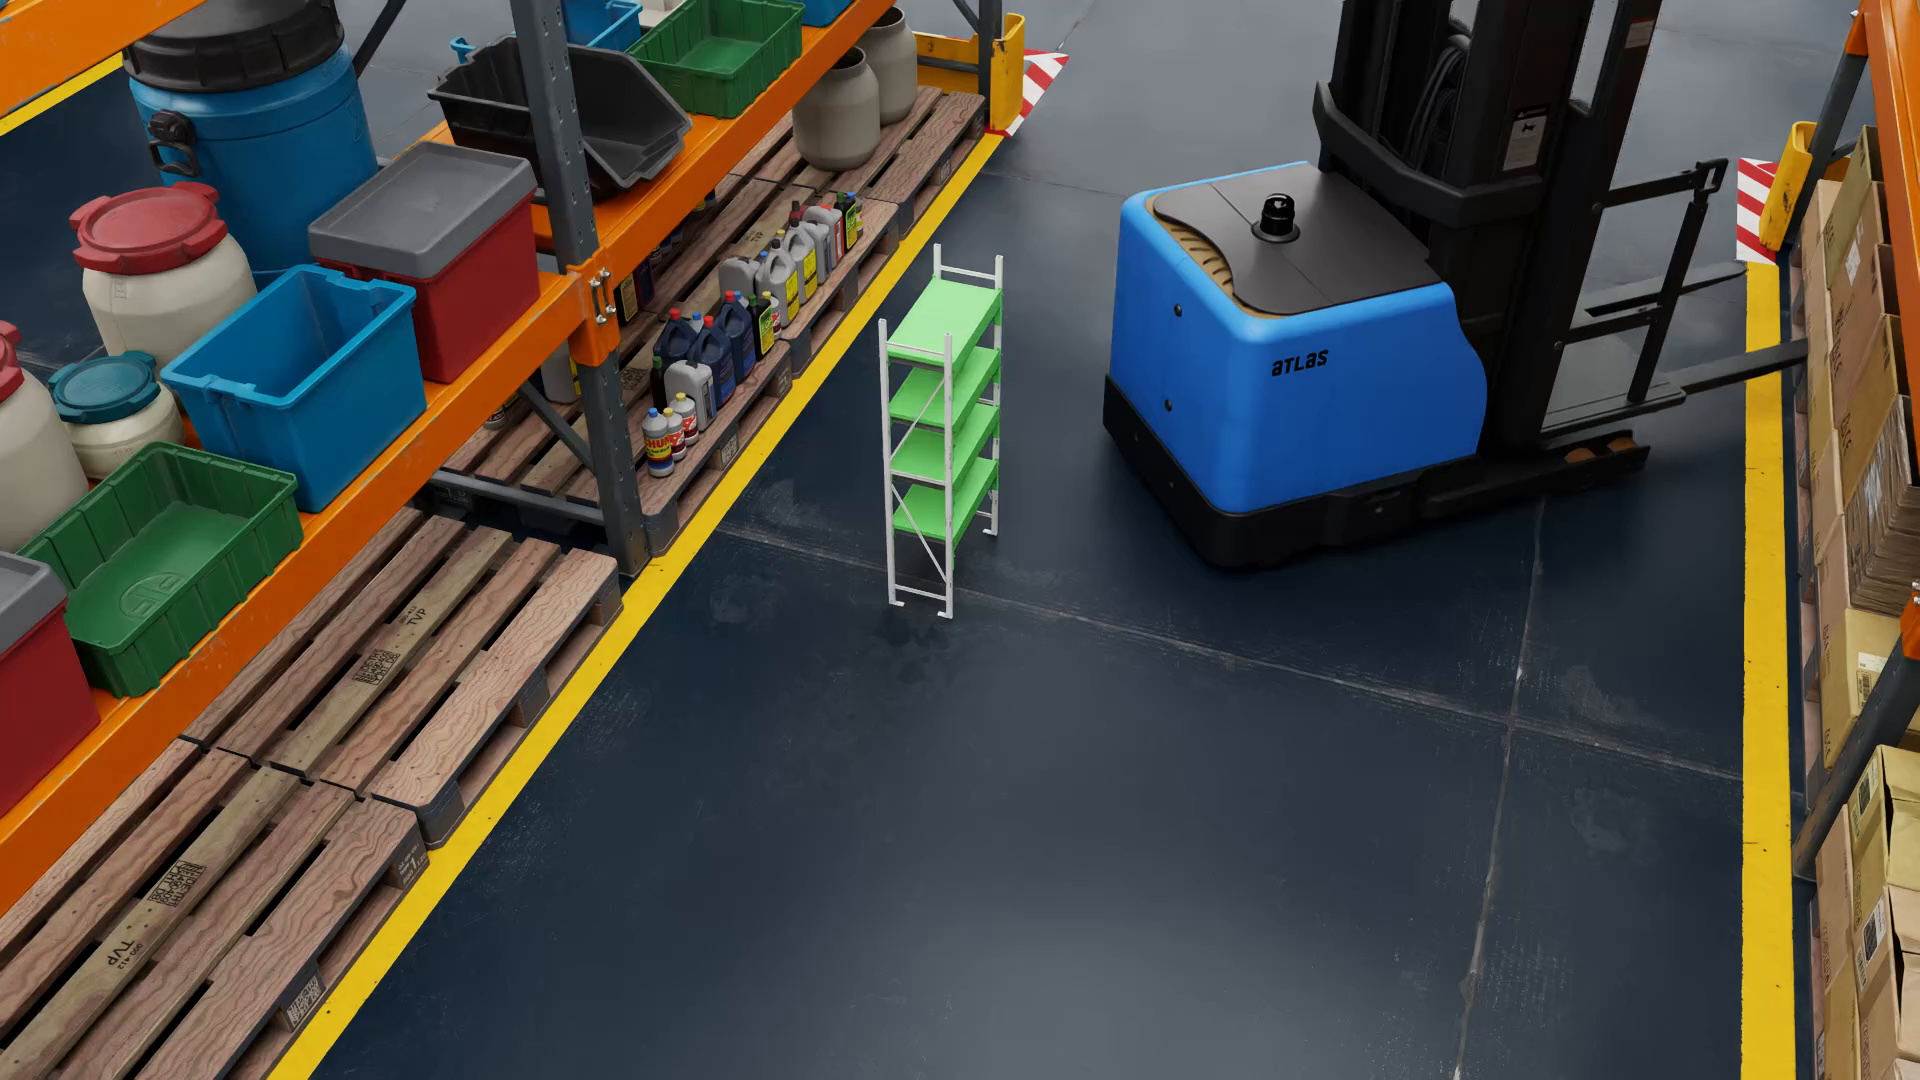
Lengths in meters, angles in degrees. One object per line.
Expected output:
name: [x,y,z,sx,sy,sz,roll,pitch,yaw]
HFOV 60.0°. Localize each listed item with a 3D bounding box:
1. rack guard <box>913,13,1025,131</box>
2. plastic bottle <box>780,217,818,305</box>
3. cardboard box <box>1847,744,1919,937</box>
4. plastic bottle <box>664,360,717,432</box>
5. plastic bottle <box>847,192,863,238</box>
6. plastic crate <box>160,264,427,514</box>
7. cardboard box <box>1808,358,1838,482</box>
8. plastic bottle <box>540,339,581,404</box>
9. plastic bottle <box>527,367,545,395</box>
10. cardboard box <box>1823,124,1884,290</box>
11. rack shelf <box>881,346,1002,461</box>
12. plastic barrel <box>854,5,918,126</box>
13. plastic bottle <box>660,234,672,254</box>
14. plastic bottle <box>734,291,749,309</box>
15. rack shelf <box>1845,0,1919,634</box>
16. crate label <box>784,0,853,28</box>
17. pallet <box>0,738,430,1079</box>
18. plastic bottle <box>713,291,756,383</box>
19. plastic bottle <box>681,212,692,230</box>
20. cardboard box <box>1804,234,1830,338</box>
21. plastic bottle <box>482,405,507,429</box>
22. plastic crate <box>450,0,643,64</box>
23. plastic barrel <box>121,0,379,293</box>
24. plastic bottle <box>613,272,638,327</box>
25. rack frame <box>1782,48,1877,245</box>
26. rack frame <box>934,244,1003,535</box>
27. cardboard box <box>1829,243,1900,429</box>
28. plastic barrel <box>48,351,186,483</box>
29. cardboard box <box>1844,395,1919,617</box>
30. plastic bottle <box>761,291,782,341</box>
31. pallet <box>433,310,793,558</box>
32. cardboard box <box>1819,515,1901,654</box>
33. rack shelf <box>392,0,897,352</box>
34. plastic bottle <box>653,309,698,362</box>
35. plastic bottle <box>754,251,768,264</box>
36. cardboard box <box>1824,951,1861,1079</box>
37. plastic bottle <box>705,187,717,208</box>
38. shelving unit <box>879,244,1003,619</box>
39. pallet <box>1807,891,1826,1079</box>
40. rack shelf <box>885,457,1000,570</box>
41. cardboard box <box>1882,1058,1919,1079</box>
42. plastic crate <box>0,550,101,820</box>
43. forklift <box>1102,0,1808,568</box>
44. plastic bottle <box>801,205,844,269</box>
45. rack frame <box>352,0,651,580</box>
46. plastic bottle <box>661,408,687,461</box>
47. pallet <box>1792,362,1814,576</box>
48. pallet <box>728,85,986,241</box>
rack guard: [-0.252,-2.574,8.882,1.175,0.500,0.348,13,42,15]
plastic bottle: [-0.699,-1.190,7.036,0.144,0.351,0.185,15,43,17]
cardboard box: [2.640,0.829,4.330,0.500,0.311,0.500,13,42,15]
plastic bottle: [-1.033,-0.574,6.371,0.152,0.276,0.135,15,43,17]
plastic bottle: [-0.487,-1.467,7.476,0.097,0.201,0.097,0,40,0]
plastic crate: [-1.723,-0.395,4.414,0.392,0.384,0.575,13,42,15]
cardboard box: [3.476,-0.402,6.205,0.500,0.250,0.500,13,42,15]
plastic bottle: [-1.553,-0.727,6.493,0.144,0.351,0.185,13,42,15]
plastic bottle: [-1.689,-0.759,6.530,0.144,0.351,0.185,12,42,14]
cardboard box: [3.821,-1.296,6.676,0.500,0.500,0.500,13,42,15]
rack shelf: [-0.057,-0.489,5.628,0.258,0.148,0.480,13,42,15]
plastic barrel: [-0.424,-2.377,8.318,0.421,0.512,0.421,0,40,0]
plastic bottle: [-1.335,-1.405,7.349,0.097,0.271,0.097,0,40,0]
plastic bottle: [-0.893,-0.885,6.740,0.097,0.271,0.097,0,40,0]
rack shelf: [3.699,-0.987,5.650,1.077,0.370,4.000,13,42,15]
crate label: [-0.646,-2.413,6.740,0.502,0.435,0.616,13,42,15]
pallet: [-2.286,1.153,4.736,1.003,0.211,1.213,13,42,15]
plastic bottle: [-0.908,-0.817,6.599,0.144,0.351,0.185,12,42,13]
plastic bottle: [-1.278,-1.545,7.504,0.061,0.283,0.133,14,42,16]
cardboard box: [3.823,-1.011,6.919,0.500,0.250,0.500,13,42,15]
plastic bottle: [-1.807,-0.536,6.384,0.097,0.201,0.097,0,40,0]
plastic crate: [-1.515,-1.821,6.188,0.499,0.251,0.616,13,42,15]
plastic barrel: [-2.055,-1.165,4.918,0.600,0.901,0.708,13,42,15]
plastic bottle: [-1.408,-1.040,6.912,0.061,0.283,0.133,13,42,15]
rack frame: [4.383,-2.480,6.846,1.000,3.000,0.127,13,42,15]
rack frame: [0.027,-0.504,5.917,0.240,1.200,0.015,13,42,15]
cardboard box: [3.475,-0.687,5.962,0.500,0.500,0.500,13,42,15]
plastic barrel: [-2.235,-0.317,4.417,0.301,0.262,0.301,0,40,0]
cardboard box: [3.150,-0.074,5.242,0.500,0.500,0.500,13,42,15]
plastic bottle: [-0.789,-0.928,6.844,0.097,0.201,0.097,0,40,0]
pallet: [-1.369,-0.482,6.652,1.003,0.211,1.213,13,42,15]
cardboard box: [3.149,0.211,5.486,0.500,0.250,0.500,13,42,15]
rack shelf: [-0.954,-2.089,6.941,1.077,0.370,4.000,13,42,15]
plastic bottle: [-1.108,-0.734,6.502,0.144,0.351,0.185,13,42,15]
plastic bottle: [-0.827,-1.133,7.084,0.097,0.201,0.097,0,40,0]
cardboard box: [2.468,1.348,4.154,0.500,0.250,0.500,14,43,16]
plastic bottle: [-1.183,-1.675,7.665,0.097,0.271,0.097,0,40,0]
shelving unit: [-0.057,-0.355,5.742,0.258,1.200,0.503,13,42,15]
pallet: [2.800,1.478,4.355,1.003,0.211,1.213,13,42,15]
rack shelf: [-0.057,-0.124,5.939,0.258,0.148,0.480,13,42,15]
cardboard box: [2.288,1.449,3.603,0.500,0.311,0.500,12,42,14]
plastic crate: [-2.166,0.355,3.473,0.402,0.464,0.583,13,42,15]
forklift: [2.145,-1.613,5.882,3.031,2.935,1.130,-14,42,-16]
plastic bottle: [-0.598,-1.348,7.279,0.152,0.276,0.135,14,42,15]
rack frame: [-1.638,-1.142,5.278,1.000,3.000,0.127,13,42,15]
plastic bottle: [-1.083,-0.404,6.230,0.097,0.201,0.097,0,40,0]
pallet: [3.742,-0.202,6.324,1.003,0.211,1.213,13,42,15]
pallet: [-0.535,-1.970,8.397,1.003,0.211,1.213,13,42,15]
